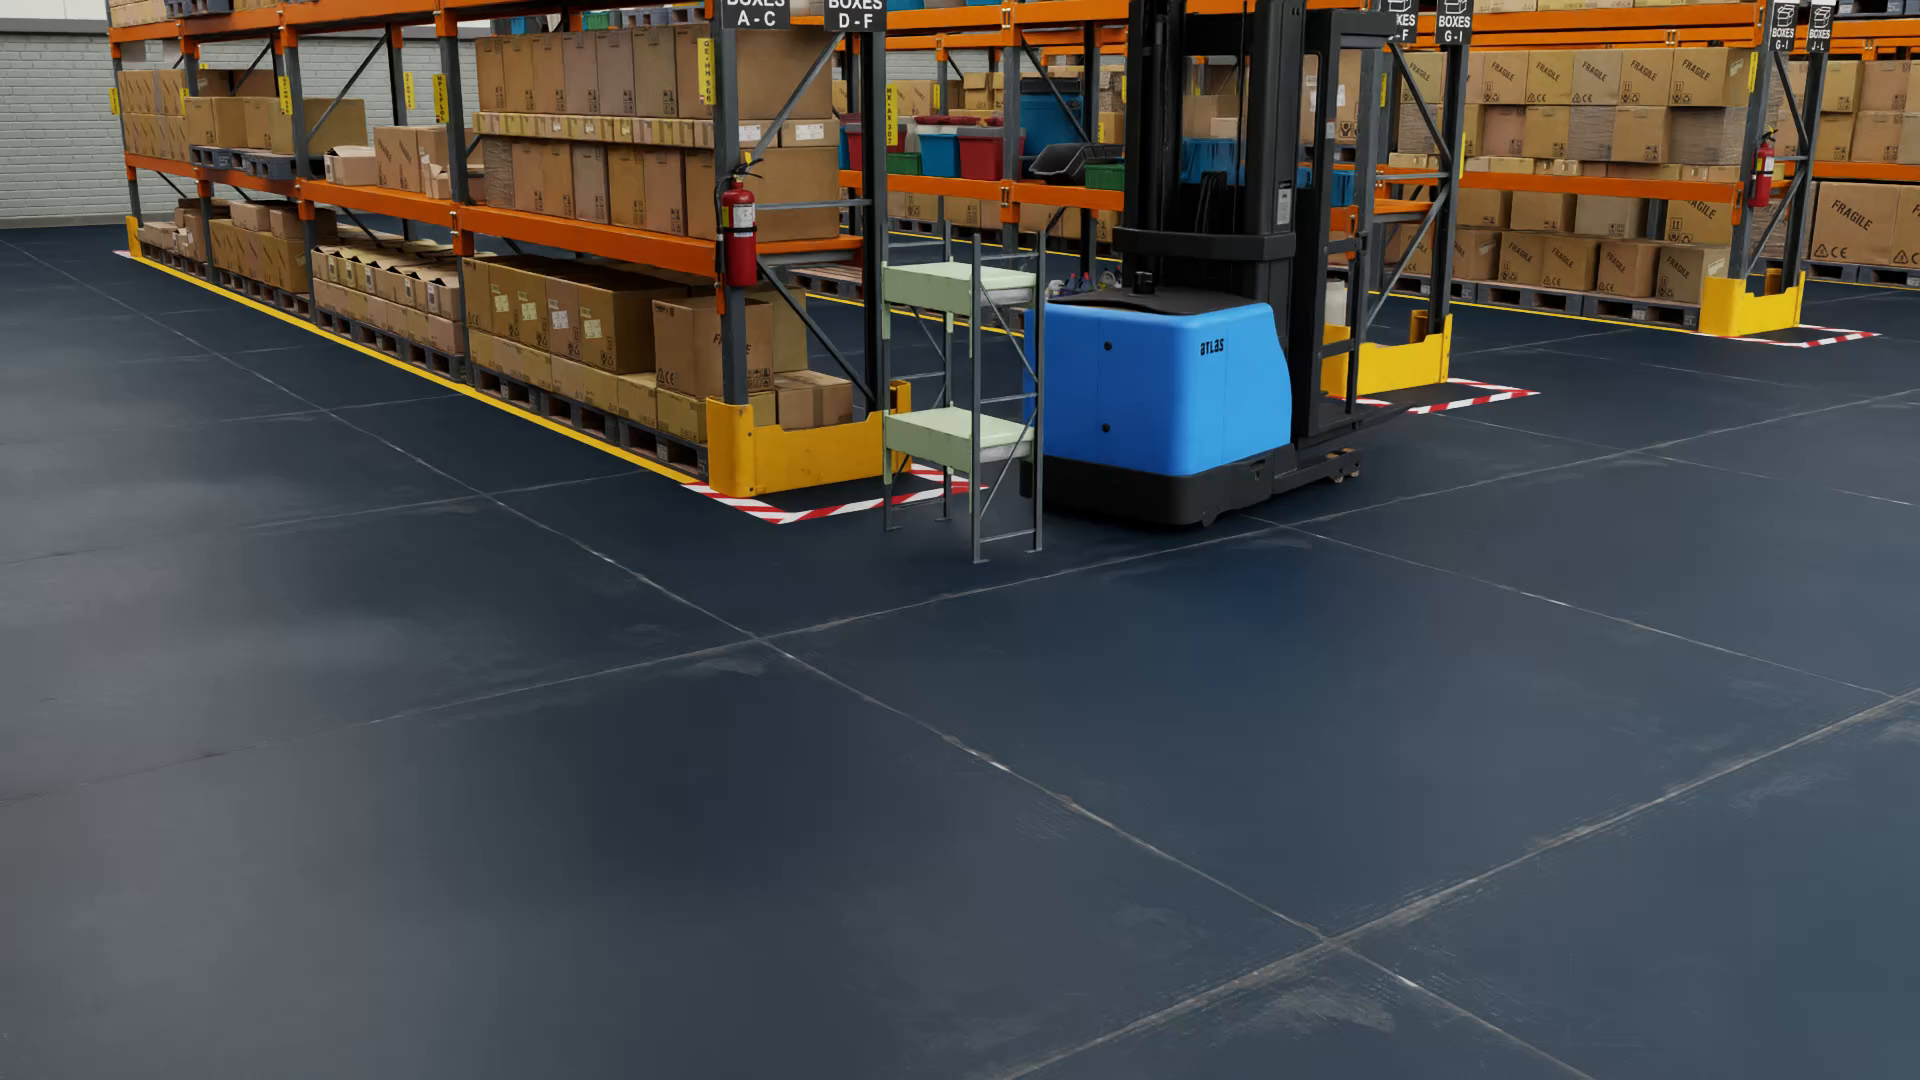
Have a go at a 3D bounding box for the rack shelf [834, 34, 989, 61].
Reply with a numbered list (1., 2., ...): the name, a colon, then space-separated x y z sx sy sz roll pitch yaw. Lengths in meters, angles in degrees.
1. rack shelf: -1.057 -7.424 25.198 1.077 0.370 4.000 -11 19 -35

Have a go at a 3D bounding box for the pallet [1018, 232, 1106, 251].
1. pallet: 1.355 -4.138 22.795 1.003 0.211 1.213 -11 19 -35

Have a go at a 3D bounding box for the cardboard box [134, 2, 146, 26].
1. cardboard box: -9.273 -6.118 19.350 0.500 0.250 0.500 -11 19 -35

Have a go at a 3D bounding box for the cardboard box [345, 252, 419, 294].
1. cardboard box: -4.860 -2.275 14.057 0.500 0.311 0.500 -11 19 -36

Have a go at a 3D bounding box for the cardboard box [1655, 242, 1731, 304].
1. cardboard box: 6.821 -2.467 15.348 0.500 0.500 0.500 -7 17 -24

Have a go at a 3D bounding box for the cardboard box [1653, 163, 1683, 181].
1. cardboard box: 6.505 -3.341 15.076 0.380 0.149 0.250 -11 19 -35

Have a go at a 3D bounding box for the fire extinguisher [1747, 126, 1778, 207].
1. fire extinguisher: 6.869 -3.201 14.236 0.296 0.674 0.183 -11 19 -35

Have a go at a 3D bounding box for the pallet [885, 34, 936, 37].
1. pallet: -1.067 -7.737 25.150 1.003 0.211 1.213 -11 19 -35

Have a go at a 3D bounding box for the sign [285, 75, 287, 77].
1. sign: -7.449 -5.005 18.488 0.100 0.325 0.005 -11 19 -35

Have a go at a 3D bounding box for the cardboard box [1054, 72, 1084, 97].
1. cardboard box: 1.673 -5.873 21.762 0.797 0.503 0.637 -10 18 -33

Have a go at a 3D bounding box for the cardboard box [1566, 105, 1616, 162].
1. cardboard box: 6.224 -3.849 15.705 0.875 0.500 0.500 -11 19 -35

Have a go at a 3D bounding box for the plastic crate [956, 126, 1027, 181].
1. plastic crate: 0.284 -3.506 15.084 0.402 0.464 0.583 -11 19 -35

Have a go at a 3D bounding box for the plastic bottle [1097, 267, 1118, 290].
1. plastic bottle: 1.312 -2.239 14.759 0.144 0.351 0.185 -11 19 -35

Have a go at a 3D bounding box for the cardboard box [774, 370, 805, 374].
1. cardboard box: -1.273 -0.929 10.201 0.500 0.250 0.500 -11 19 -35

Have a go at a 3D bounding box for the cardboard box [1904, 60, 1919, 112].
1. cardboard box: 10.662 -4.864 17.836 0.875 0.550 0.550 -11 19 -35

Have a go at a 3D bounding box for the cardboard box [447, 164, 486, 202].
1. cardboard box: -3.517 -2.678 12.461 0.500 0.250 0.500 -9 18 -31

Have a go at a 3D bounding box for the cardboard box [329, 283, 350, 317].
1. cardboard box: -5.177 -2.117 14.544 0.500 0.250 0.500 -12 19 -36

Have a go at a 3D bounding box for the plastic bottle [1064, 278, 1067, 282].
1. plastic bottle: 0.947 -2.137 14.516 0.061 0.283 0.133 -11 19 -35

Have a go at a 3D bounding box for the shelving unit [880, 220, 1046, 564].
1. shelving unit: 0.004 -0.722 7.873 0.431 1.500 0.755 -11 19 -35

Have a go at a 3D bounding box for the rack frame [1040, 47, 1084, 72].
1. rack frame: 1.839 -7.499 29.793 1.000 3.000 0.127 -11 19 -35

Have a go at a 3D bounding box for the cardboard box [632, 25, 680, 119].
1. cardboard box: -1.449 -2.696 9.597 0.700 0.500 0.500 -11 19 -36

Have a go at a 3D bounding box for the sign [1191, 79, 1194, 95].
1. sign: 2.905 -5.649 20.991 0.100 0.325 0.005 -11 19 -35

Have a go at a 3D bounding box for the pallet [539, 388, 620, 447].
1. pallet: -2.037 -0.870 10.853 1.003 0.211 1.213 -11 19 -35

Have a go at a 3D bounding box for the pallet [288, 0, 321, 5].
1. pallet: -5.073 -4.730 14.353 1.213 0.211 1.003 -10 18 -32

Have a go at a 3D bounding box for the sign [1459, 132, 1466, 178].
1. sign: 3.616 -2.783 12.040 0.100 0.325 0.005 -11 19 -35

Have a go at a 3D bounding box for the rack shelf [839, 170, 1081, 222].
1. rack shelf: -0.359 -3.500 16.544 1.077 0.370 4.000 -11 19 -35

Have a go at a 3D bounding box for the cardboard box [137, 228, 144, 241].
1. cardboard box: -10.280 -3.908 21.241 0.380 0.149 0.250 -11 19 -35

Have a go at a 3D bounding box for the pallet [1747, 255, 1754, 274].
1. pallet: 9.278 -3.417 20.162 1.003 0.211 1.213 -11 19 -35

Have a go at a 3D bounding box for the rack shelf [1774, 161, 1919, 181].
1. rack shelf: 10.070 -4.163 18.966 1.077 0.370 4.000 -11 19 -35

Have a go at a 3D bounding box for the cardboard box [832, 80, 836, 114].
1. cardboard box: -1.875 -6.933 26.023 0.500 0.500 0.500 -11 19 -36

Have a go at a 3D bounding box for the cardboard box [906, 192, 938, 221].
1. cardboard box: -0.204 -5.228 24.724 0.875 0.875 0.875 -11 19 -35

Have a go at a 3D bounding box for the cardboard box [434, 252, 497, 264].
1. cardboard box: -4.139 -2.253 13.978 0.500 0.311 0.500 -10 18 -33

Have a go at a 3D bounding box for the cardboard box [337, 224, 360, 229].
1. cardboard box: -6.495 -2.983 17.196 0.500 0.500 0.500 -12 19 -36

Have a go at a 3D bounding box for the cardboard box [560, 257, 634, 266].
1. cardboard box: -2.458 -1.716 11.656 0.500 0.500 0.500 -11 19 -35

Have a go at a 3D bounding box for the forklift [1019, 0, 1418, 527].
1. forklift: 1.633 -1.802 9.107 1.130 2.935 3.031 12 20 38

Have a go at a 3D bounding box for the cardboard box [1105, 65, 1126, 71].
1. cardboard box: 2.780 -7.706 27.904 0.500 0.500 0.500 -12 19 -36

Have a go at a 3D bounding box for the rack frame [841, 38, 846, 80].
1. rack frame: -2.233 -6.751 27.059 1.000 3.000 0.127 -11 19 -35

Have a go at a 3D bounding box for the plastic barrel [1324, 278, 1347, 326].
1. plastic barrel: 2.720 -1.697 12.511 0.421 0.512 0.421 0 15 0

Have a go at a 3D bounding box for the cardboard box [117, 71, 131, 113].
1. cardboard box: -10.200 -5.609 20.803 0.500 0.500 0.500 -10 18 -33

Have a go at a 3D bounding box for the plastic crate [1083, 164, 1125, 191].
1. plastic crate: 1.386 -2.984 13.697 0.450 0.188 0.662 -11 19 -35

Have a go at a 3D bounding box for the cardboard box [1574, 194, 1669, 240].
1. cardboard box: 8.457 -4.173 21.106 1.050 0.750 0.750 -11 19 -35

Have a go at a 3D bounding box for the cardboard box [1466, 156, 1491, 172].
1. cardboard box: 5.280 -3.758 16.602 0.380 0.149 0.250 -11 19 -35

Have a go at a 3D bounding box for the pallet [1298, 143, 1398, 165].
1. pallet: 4.491 -4.282 18.401 1.003 0.211 1.213 -11 19 -35

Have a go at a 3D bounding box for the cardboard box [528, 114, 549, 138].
1. cardboard box: -2.589 -2.707 10.867 0.380 0.149 0.250 -12 19 -36

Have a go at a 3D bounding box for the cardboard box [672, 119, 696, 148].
1. cardboard box: -1.374 -2.266 9.256 0.380 0.149 0.250 -10 18 -33

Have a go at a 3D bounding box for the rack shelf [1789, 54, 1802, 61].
1. rack shelf: 13.324 -8.879 30.515 1.077 0.370 4.000 -11 19 -35

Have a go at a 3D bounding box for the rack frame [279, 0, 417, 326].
1. rack frame: -5.544 -3.506 15.203 1.000 3.000 0.127 -11 19 -35

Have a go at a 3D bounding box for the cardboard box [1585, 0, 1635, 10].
1. cardboard box: 6.096 -4.989 15.225 0.500 0.250 0.500 -10 18 -33

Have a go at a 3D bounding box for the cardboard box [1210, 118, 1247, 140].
1. cardboard box: 3.271 -4.779 19.344 0.500 0.250 0.500 -12 19 -36

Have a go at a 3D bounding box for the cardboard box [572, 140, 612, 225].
1. cardboard box: -2.017 -2.277 10.526 0.700 0.500 0.500 -10 18 -33

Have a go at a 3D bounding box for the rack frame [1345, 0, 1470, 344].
1. rack frame: 3.169 -2.566 11.768 1.000 3.000 0.127 -11 19 -35

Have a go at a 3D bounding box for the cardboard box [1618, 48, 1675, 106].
1. cardboard box: 6.353 -4.193 15.068 0.500 0.500 0.500 -11 19 -35

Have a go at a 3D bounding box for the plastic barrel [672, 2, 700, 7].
1. plastic barrel: -3.186 -6.705 20.057 0.600 0.588 0.600 0 15 0

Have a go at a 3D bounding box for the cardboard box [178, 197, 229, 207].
1. cardboard box: -9.729 -4.143 21.432 0.500 0.500 0.500 -11 19 -35

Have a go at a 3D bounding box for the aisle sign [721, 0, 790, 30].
1. aisle sign: -1.039 -2.992 8.400 0.394 0.787 0.004 -11 19 -35
